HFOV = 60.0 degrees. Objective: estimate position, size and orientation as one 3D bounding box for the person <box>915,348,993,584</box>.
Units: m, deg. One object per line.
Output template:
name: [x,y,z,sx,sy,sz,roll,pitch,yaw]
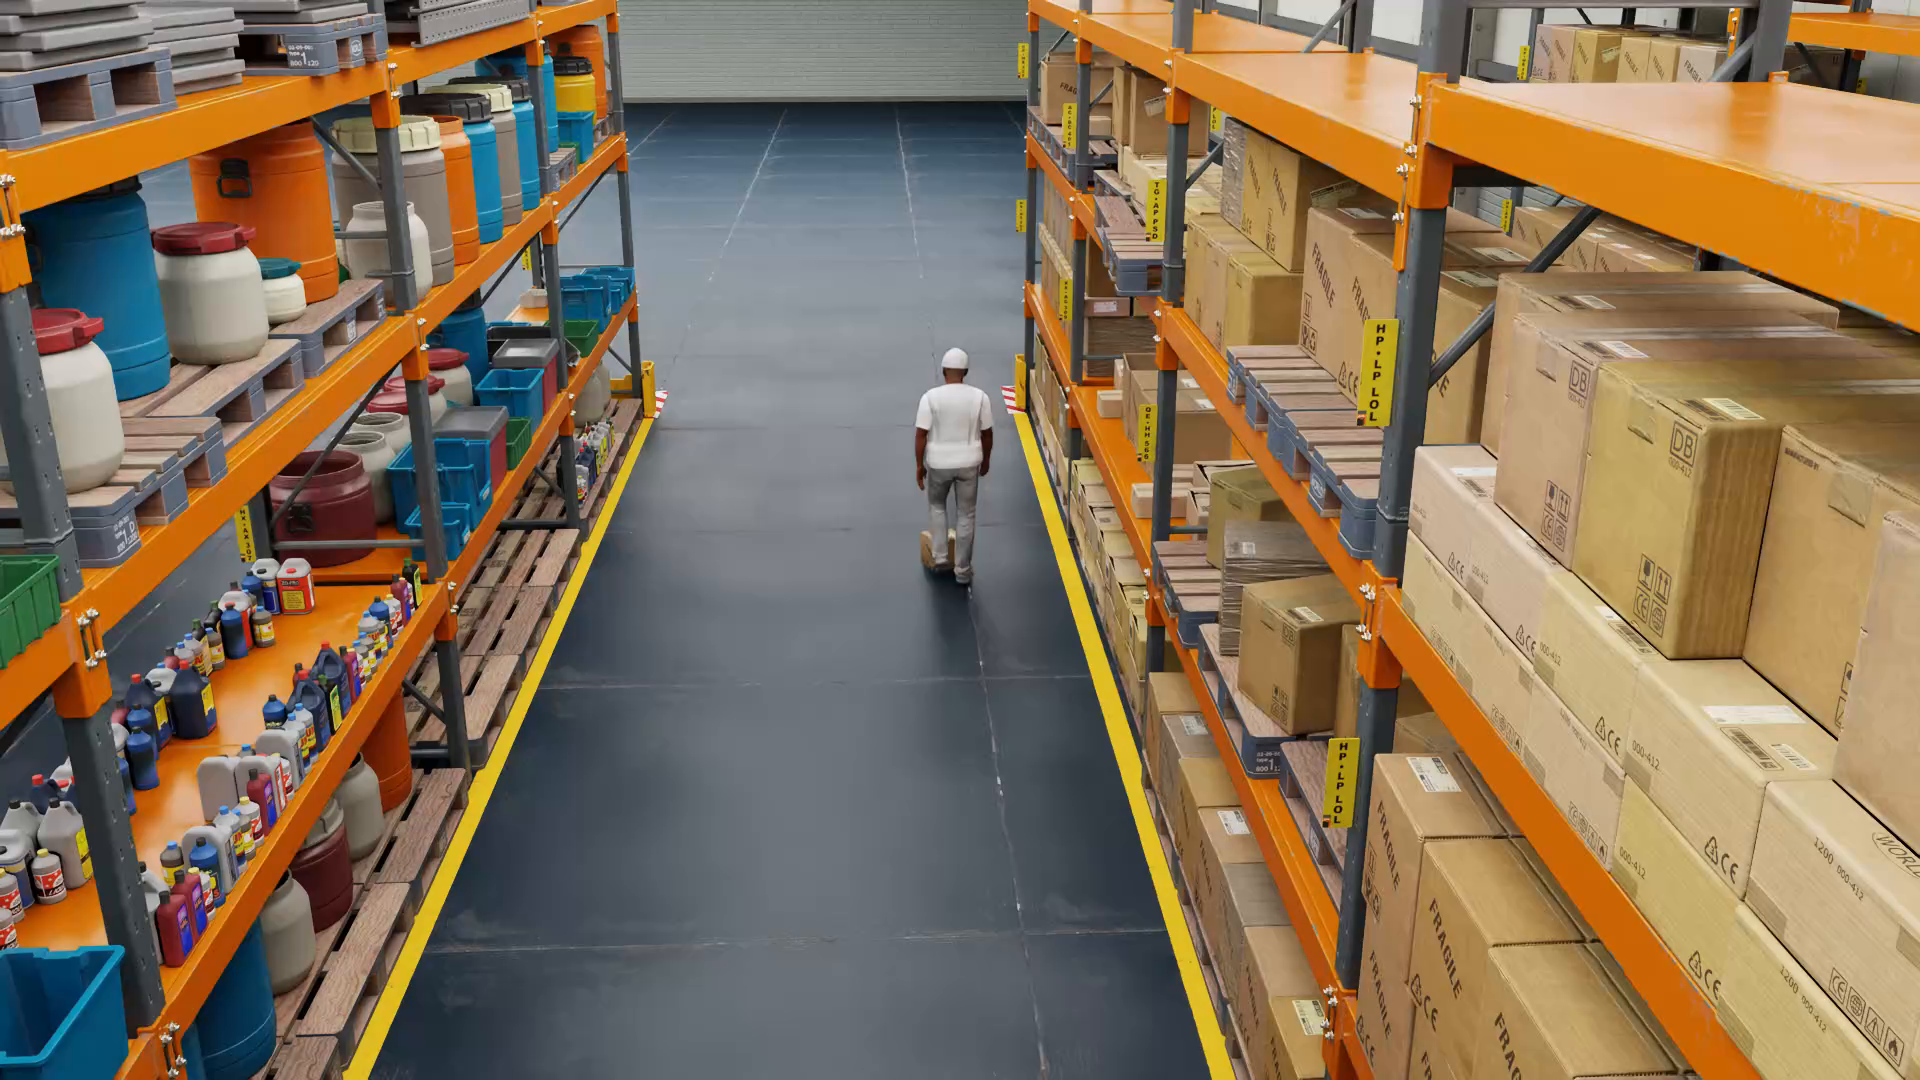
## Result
person: [-0.044,-0.531,12.554,0.593,1.831,0.624,-1,20,-1]
